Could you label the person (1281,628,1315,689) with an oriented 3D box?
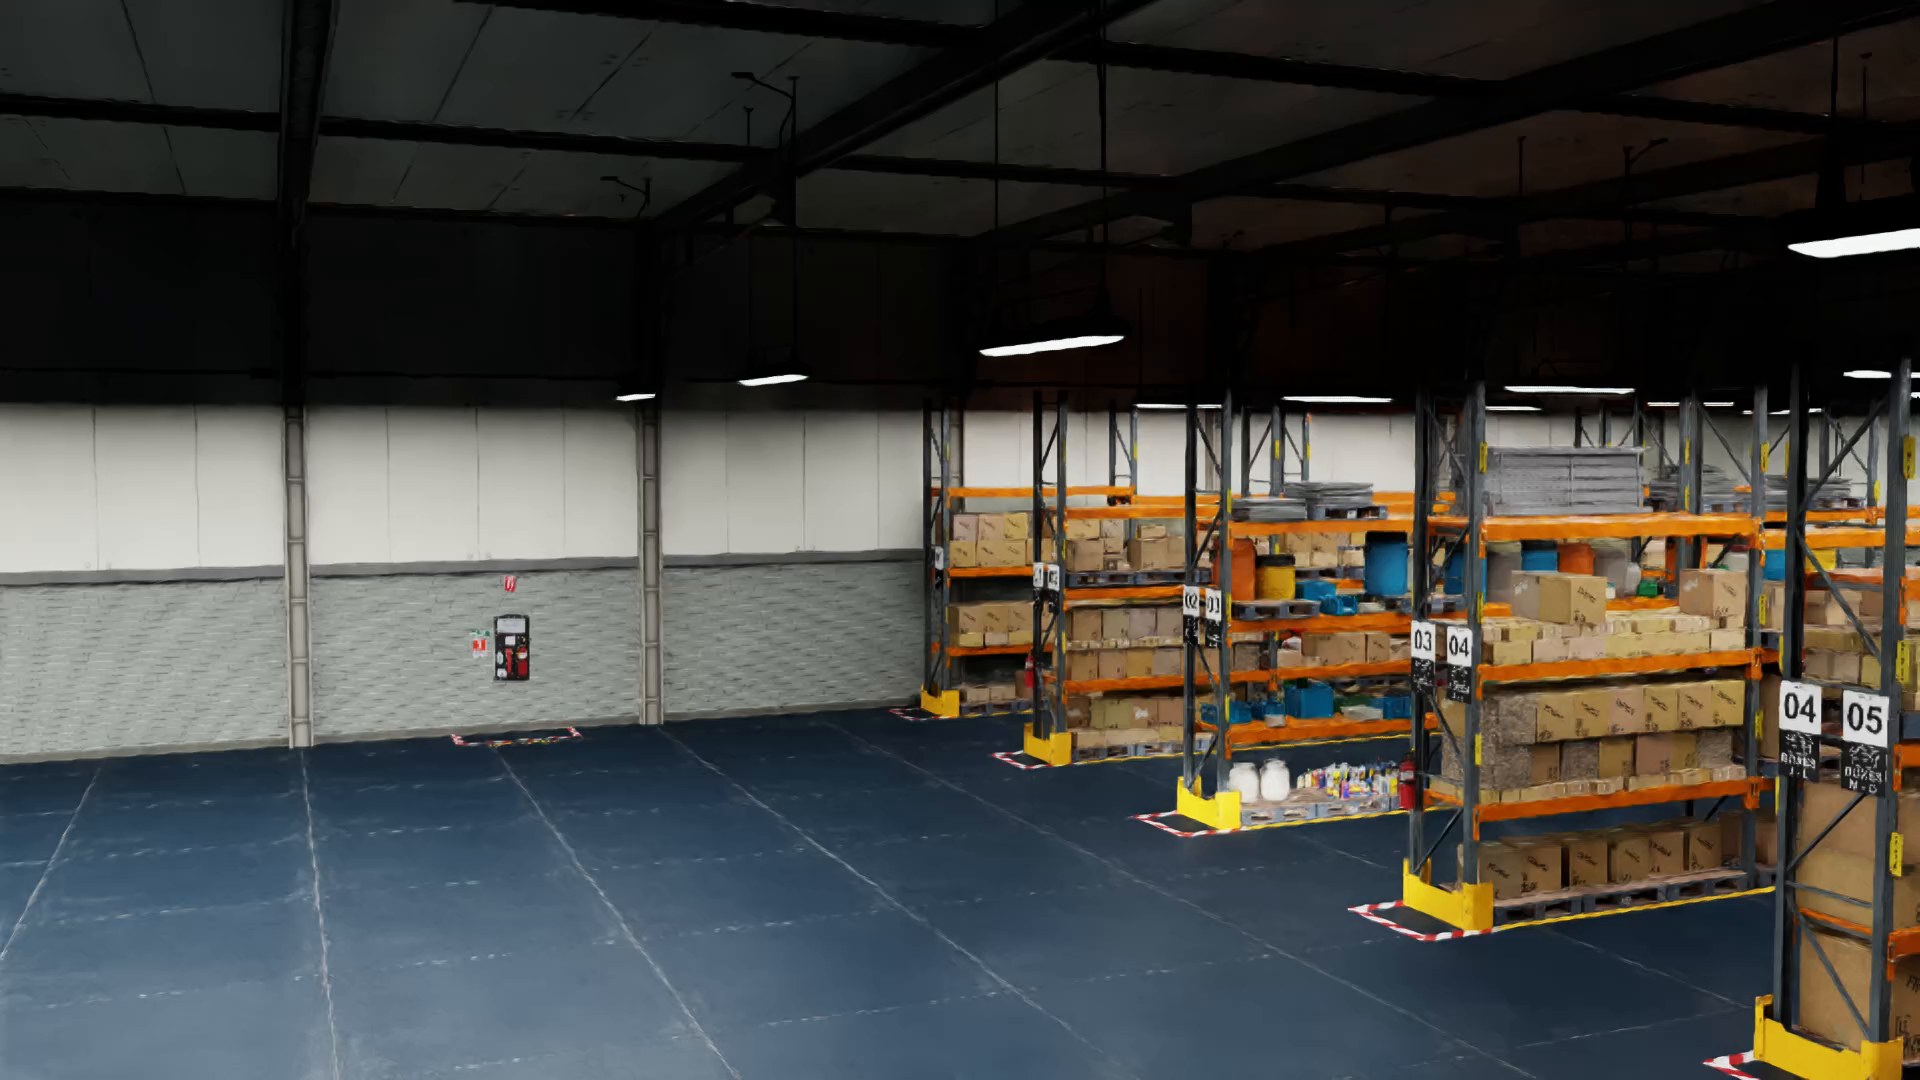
[{"bbox_3d":[6.279,2.434,30.959,0.655,1.785,0.577,1,3,9],"label":"person"}]
